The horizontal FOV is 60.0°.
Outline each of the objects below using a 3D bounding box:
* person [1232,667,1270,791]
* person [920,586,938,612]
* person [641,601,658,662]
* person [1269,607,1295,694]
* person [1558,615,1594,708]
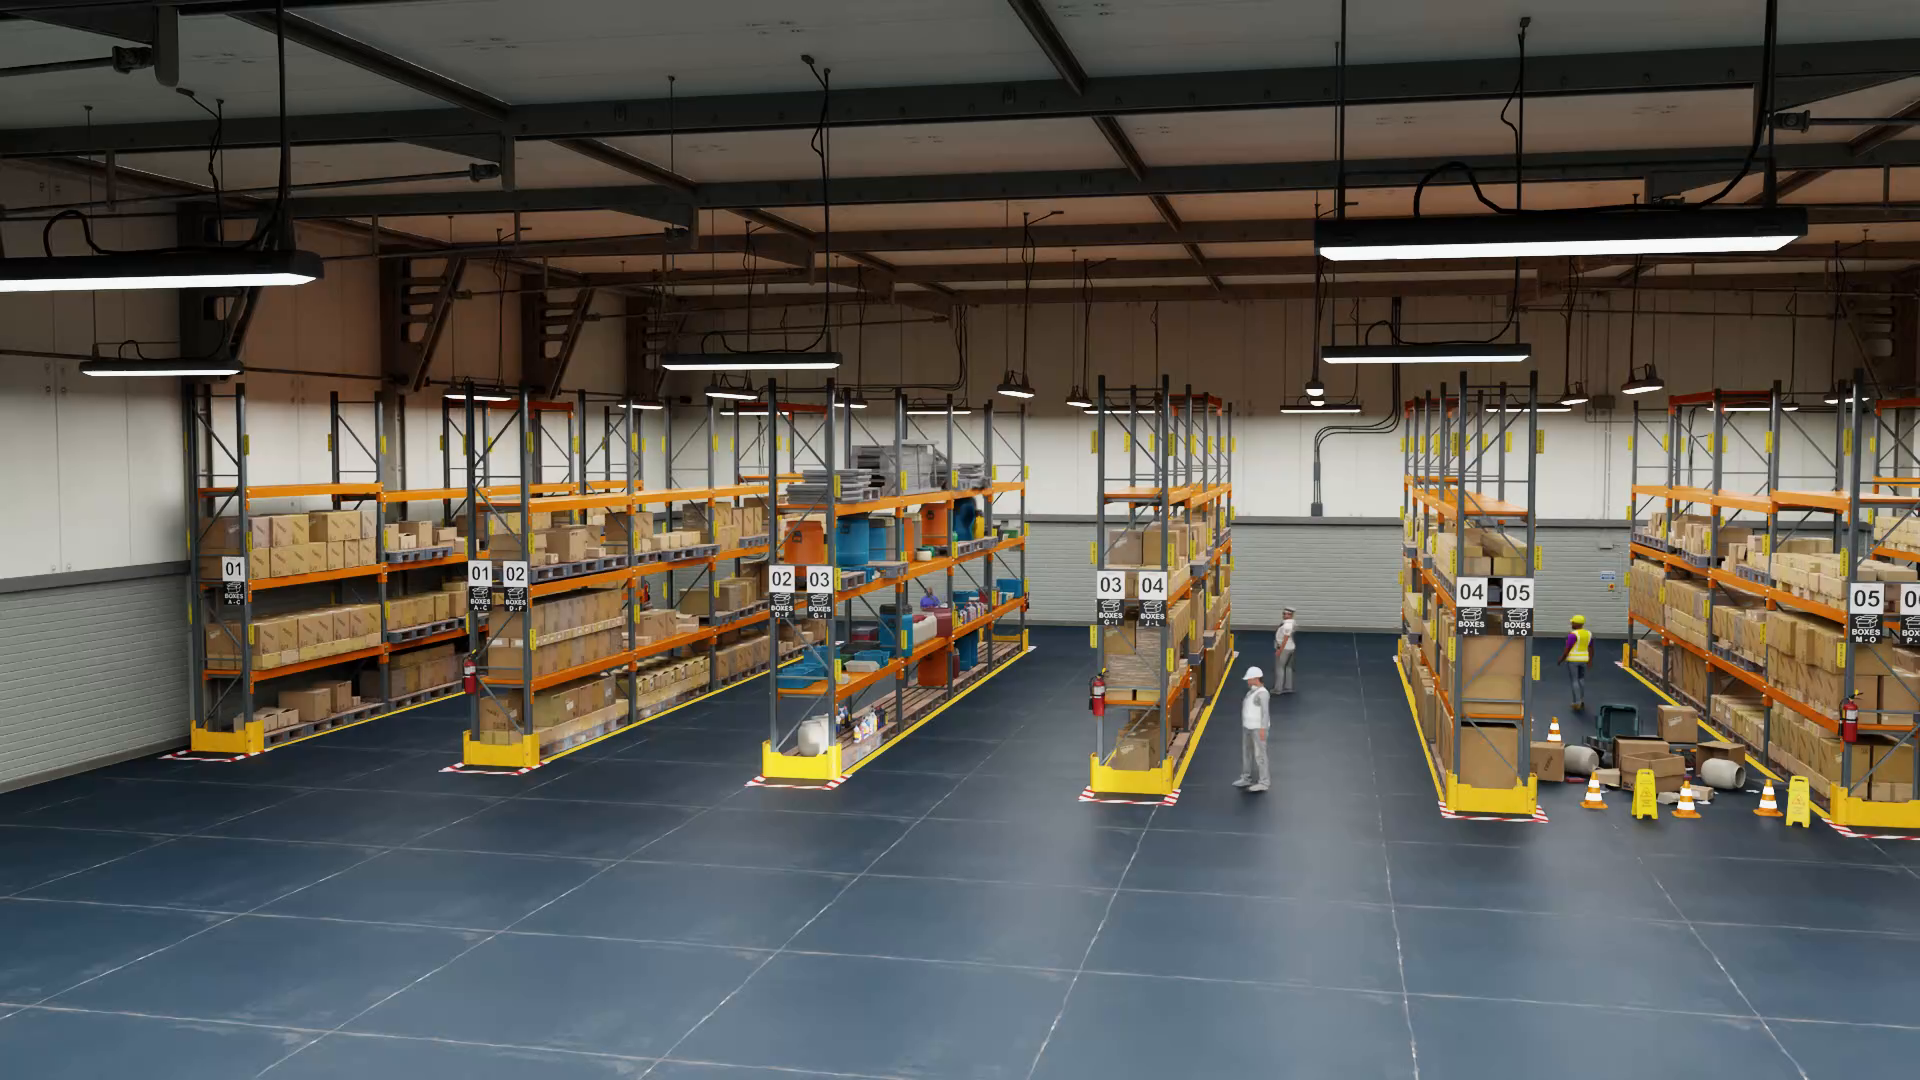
[{"bbox_3d":[4.246,2.729,24.209,0.454,1.770,0.605,-1,3,-17],"label":"person"},{"bbox_3d":[-0.749,1.914,39.994,0.535,1.598,0.996,1,3,19],"label":"person"},{"bbox_3d":[-6.617,2.133,35.543,0.425,1.694,0.492,3,5,44],"label":"person"},{"bbox_3d":[6.490,2.217,33.435,0.485,1.762,0.607,2,4,30],"label":"person"},{"bbox_3d":[11.690,2.316,31.533,0.653,1.799,0.692,0,3,3],"label":"person"}]
